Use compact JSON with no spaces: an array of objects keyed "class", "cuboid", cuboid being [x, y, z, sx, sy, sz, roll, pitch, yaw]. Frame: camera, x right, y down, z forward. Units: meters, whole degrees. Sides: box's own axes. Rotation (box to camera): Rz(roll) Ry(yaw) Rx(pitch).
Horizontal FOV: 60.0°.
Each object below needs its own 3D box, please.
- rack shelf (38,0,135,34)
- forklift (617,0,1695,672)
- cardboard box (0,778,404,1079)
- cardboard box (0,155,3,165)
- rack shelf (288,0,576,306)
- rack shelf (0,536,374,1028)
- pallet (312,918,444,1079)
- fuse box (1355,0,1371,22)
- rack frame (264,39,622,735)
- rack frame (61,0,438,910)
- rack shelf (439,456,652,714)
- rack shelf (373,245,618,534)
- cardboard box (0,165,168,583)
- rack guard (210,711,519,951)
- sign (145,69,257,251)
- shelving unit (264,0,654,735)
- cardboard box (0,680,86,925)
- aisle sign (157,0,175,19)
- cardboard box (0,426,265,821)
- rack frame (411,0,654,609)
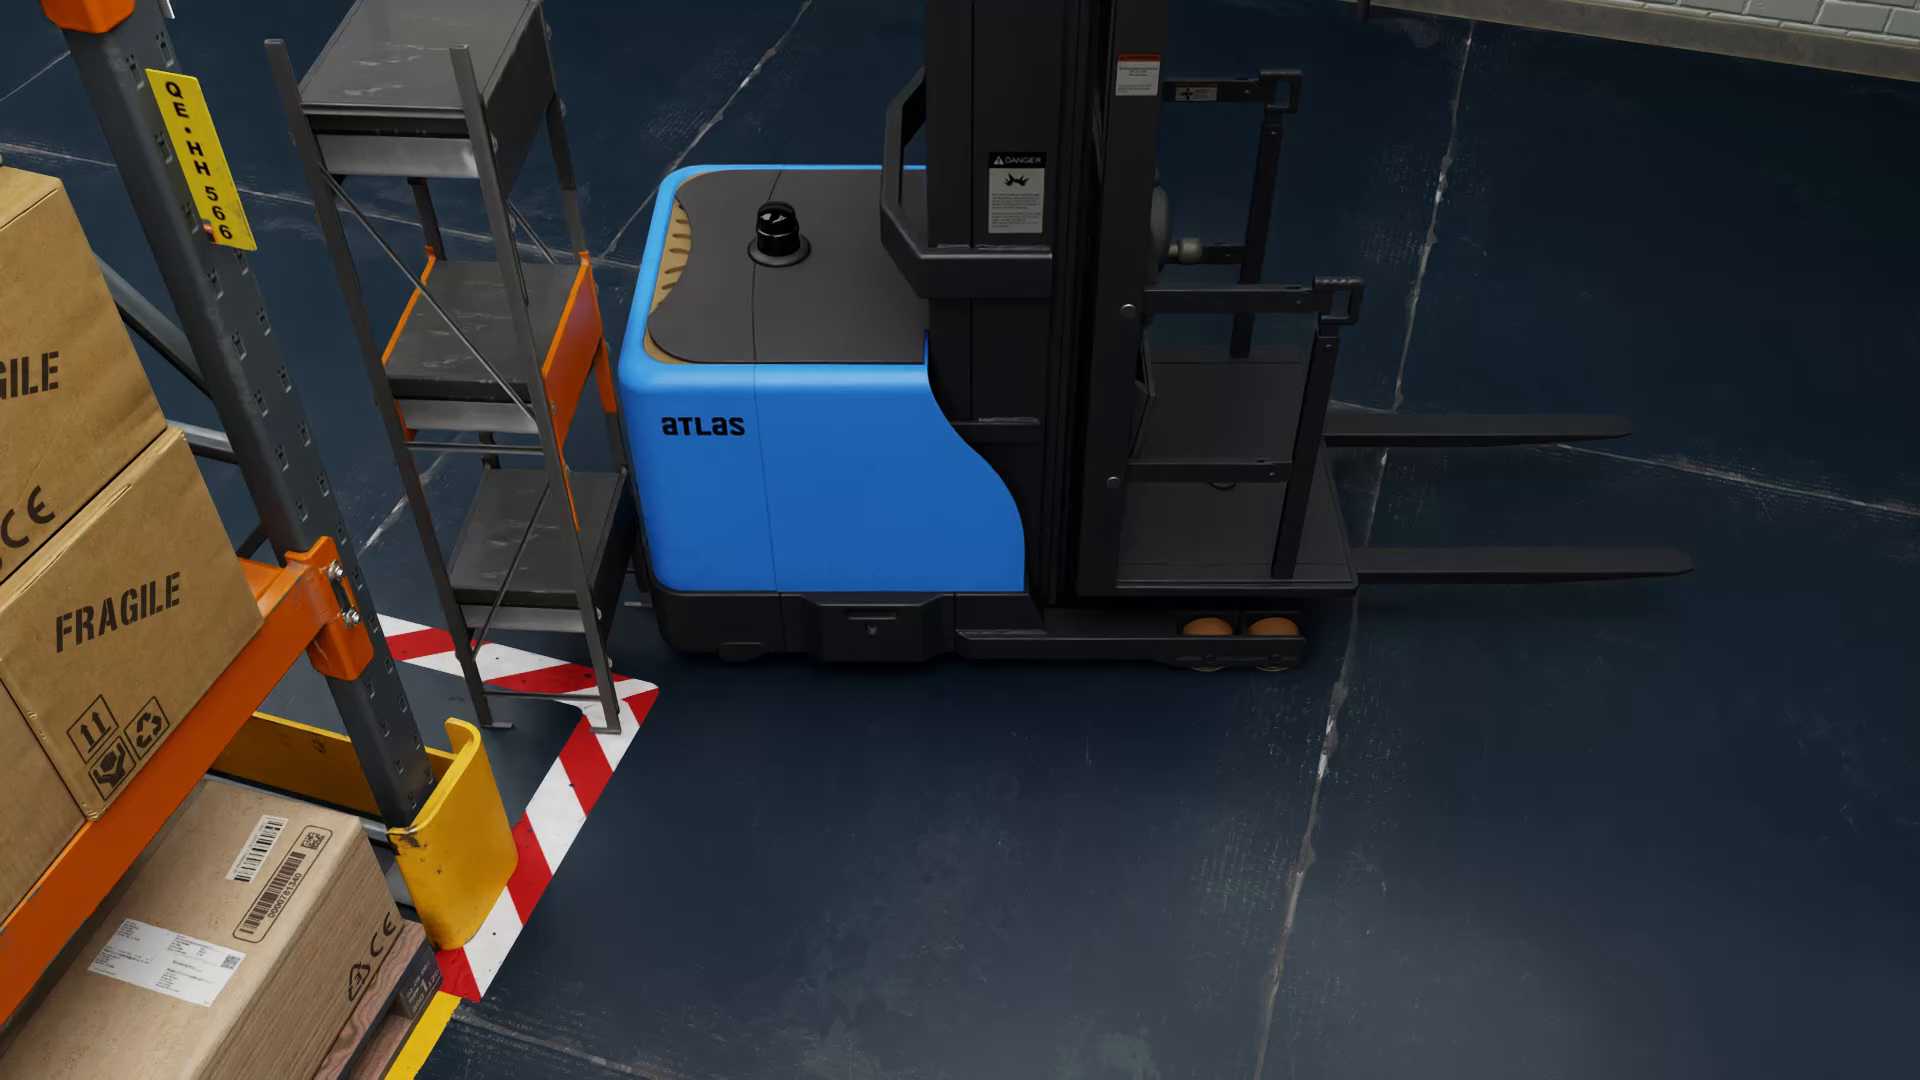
[{"class":"rack shelf","cuboid":[-2.370,0.271,1.198,1.077,0.370,4.000,13,46,13]},{"class":"forklift","cuboid":[0.632,-1.038,4.215,3.031,2.935,1.130,0,44,0]},{"class":"cardboard box","cuboid":[-1.869,0.980,3.636,0.875,0.438,0.875,11,45,11]},{"class":"cardboard box","cuboid":[-1.682,-0.591,2.459,0.380,0.149,0.250,13,46,13]},{"class":"rack shelf","cuboid":[-1.142,-0.876,3.662,0.431,0.518,0.480,2,44,2]},{"class":"rack shelf","cuboid":[-2.370,1.343,2.247,1.077,0.370,4.000,13,46,13]},{"class":"pallet","cuboid":[-1.932,1.299,3.772,1.003,0.211,1.213,13,46,13]},{"class":"fuse box","cuboid":[1.879,-3.008,7.101,0.539,1.711,0.414,13,46,13]},{"class":"rack frame","cuboid":[-1.156,-0.215,3.968,0.400,2.100,0.015,2,44,2]},{"class":"rack frame","cuboid":[-1.764,-0.247,3.358,1.000,3.000,0.127,13,46,13]},{"class":"rack shelf","cuboid":[-1.142,0.125,4.641,0.431,0.518,0.480,2,44,2]},{"class":"rack shelf","cuboid":[-1.142,-0.375,4.152,0.431,0.518,0.480,2,44,2]},{"class":"cardboard box","cuboid":[-1.683,-0.269,2.593,0.500,0.500,0.500,14,46,14]},{"class":"rack guard","cuboid":[-1.757,0.630,4.249,1.175,0.500,0.348,13,46,13]},{"class":"sign","cuboid":[-1.251,-0.622,2.743,0.100,0.325,0.005,13,46,13]},{"class":"shelving unit","cuboid":[-1.142,-0.385,4.142,0.431,2.100,0.503,2,44,2]},{"class":"cardboard box","cuboid":[-1.824,0.426,2.599,0.500,0.500,0.500,12,46,12]},{"class":"aisle sign","cuboid":[-1.447,-1.159,2.431,0.394,0.787,0.004,13,46,13]},{"class":"cardboard box","cuboid":[-1.658,0.095,2.937,0.500,0.500,0.500,13,46,13]},{"class":"rack frame","cuboid":[-1.129,-0.555,4.316,0.400,2.100,0.015,2,44,2]}]
